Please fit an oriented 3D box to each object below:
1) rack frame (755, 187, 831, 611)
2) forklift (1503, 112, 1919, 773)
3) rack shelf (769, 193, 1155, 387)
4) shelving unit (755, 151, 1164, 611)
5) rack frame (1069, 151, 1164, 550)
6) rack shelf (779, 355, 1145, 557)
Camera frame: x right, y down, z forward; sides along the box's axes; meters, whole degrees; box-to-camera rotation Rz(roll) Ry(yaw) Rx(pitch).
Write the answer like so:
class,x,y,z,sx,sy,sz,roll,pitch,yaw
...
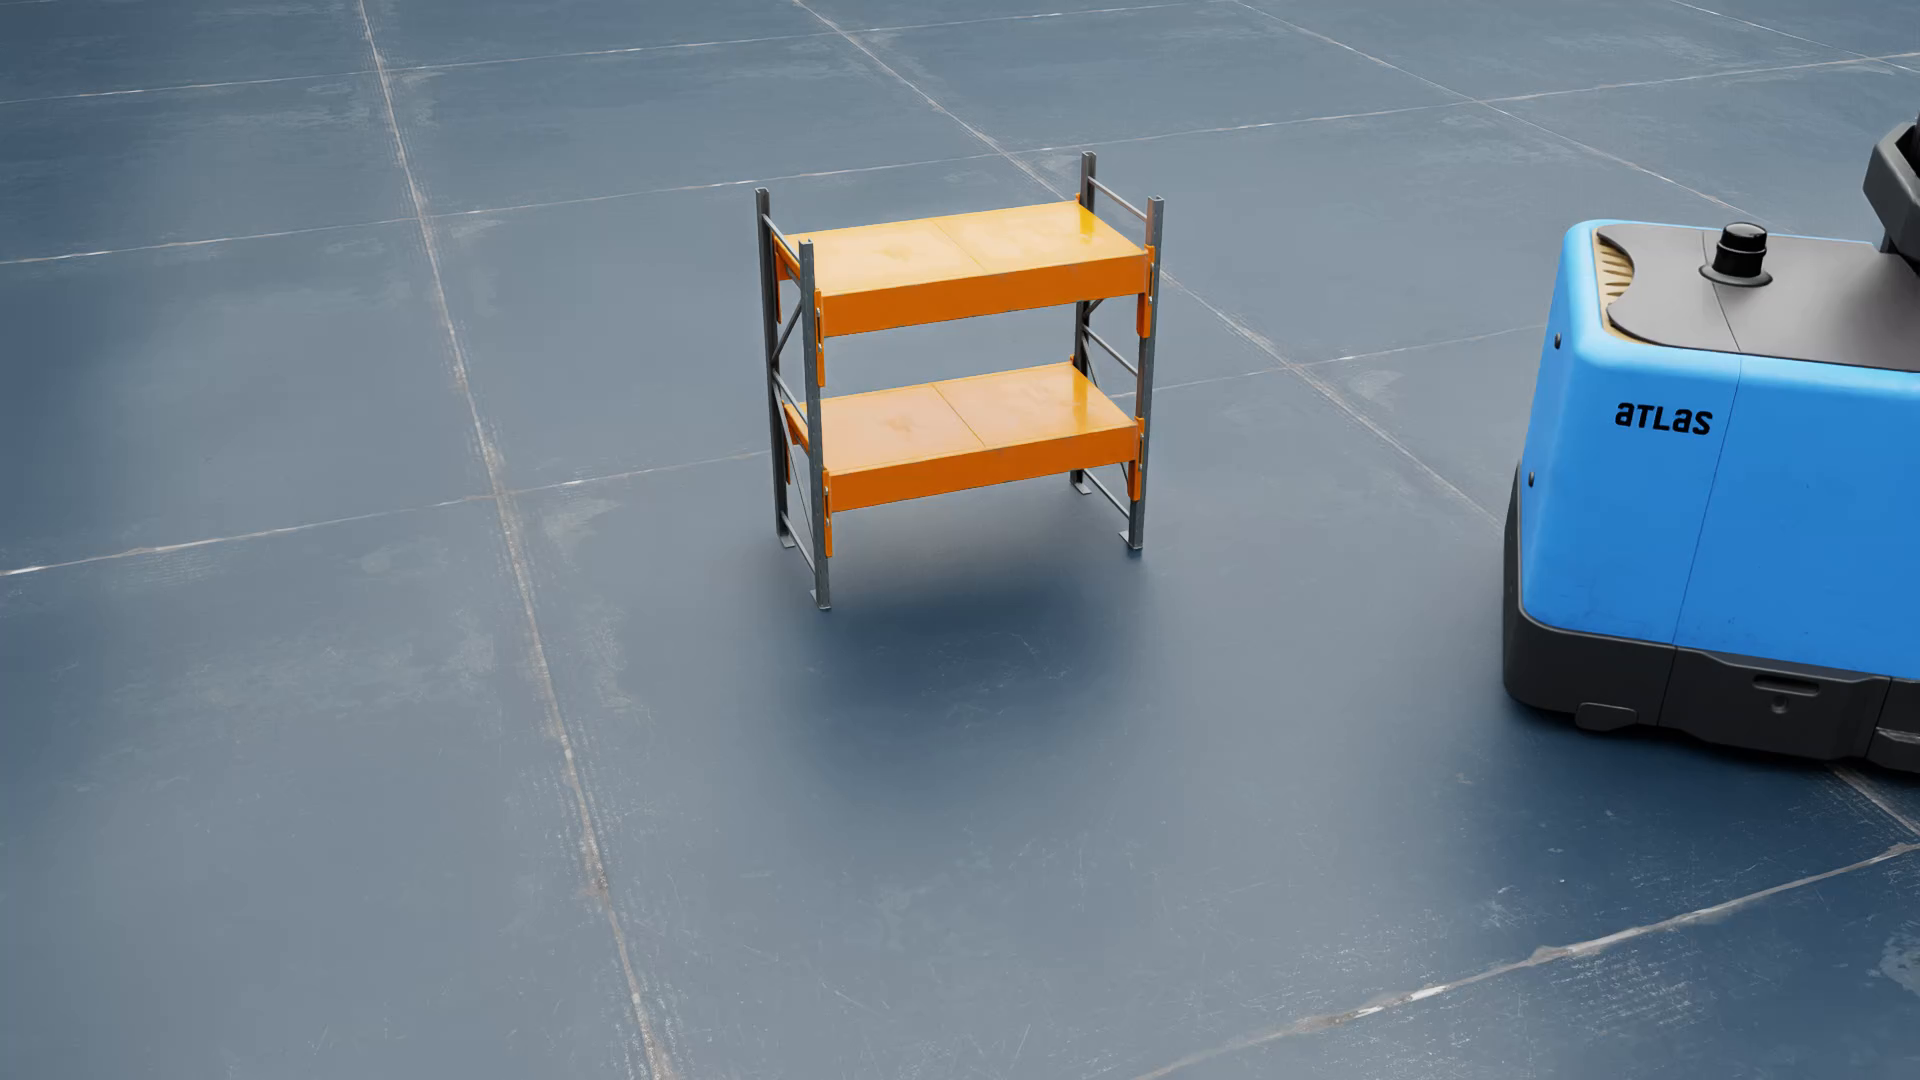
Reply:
class,x,y,z,sx,sy,sz,roll,pitch,yaw
rack frame,-0.483,-0.400,4.815,0.032,1.125,0.500,-10,31,-18
forklift,3.023,-0.826,3.739,3.031,2.935,1.130,8,31,14
rack shelf,-0.006,-0.742,4.825,1.000,0.278,0.538,-10,31,-18
shelving unit,-0.006,-0.488,4.969,1.048,1.125,0.538,-10,31,-18
rack frame,0.470,-0.575,5.124,0.032,1.125,0.500,-10,31,-18
rack shelf,-0.006,-0.275,5.091,1.000,0.278,0.538,-10,31,-18
